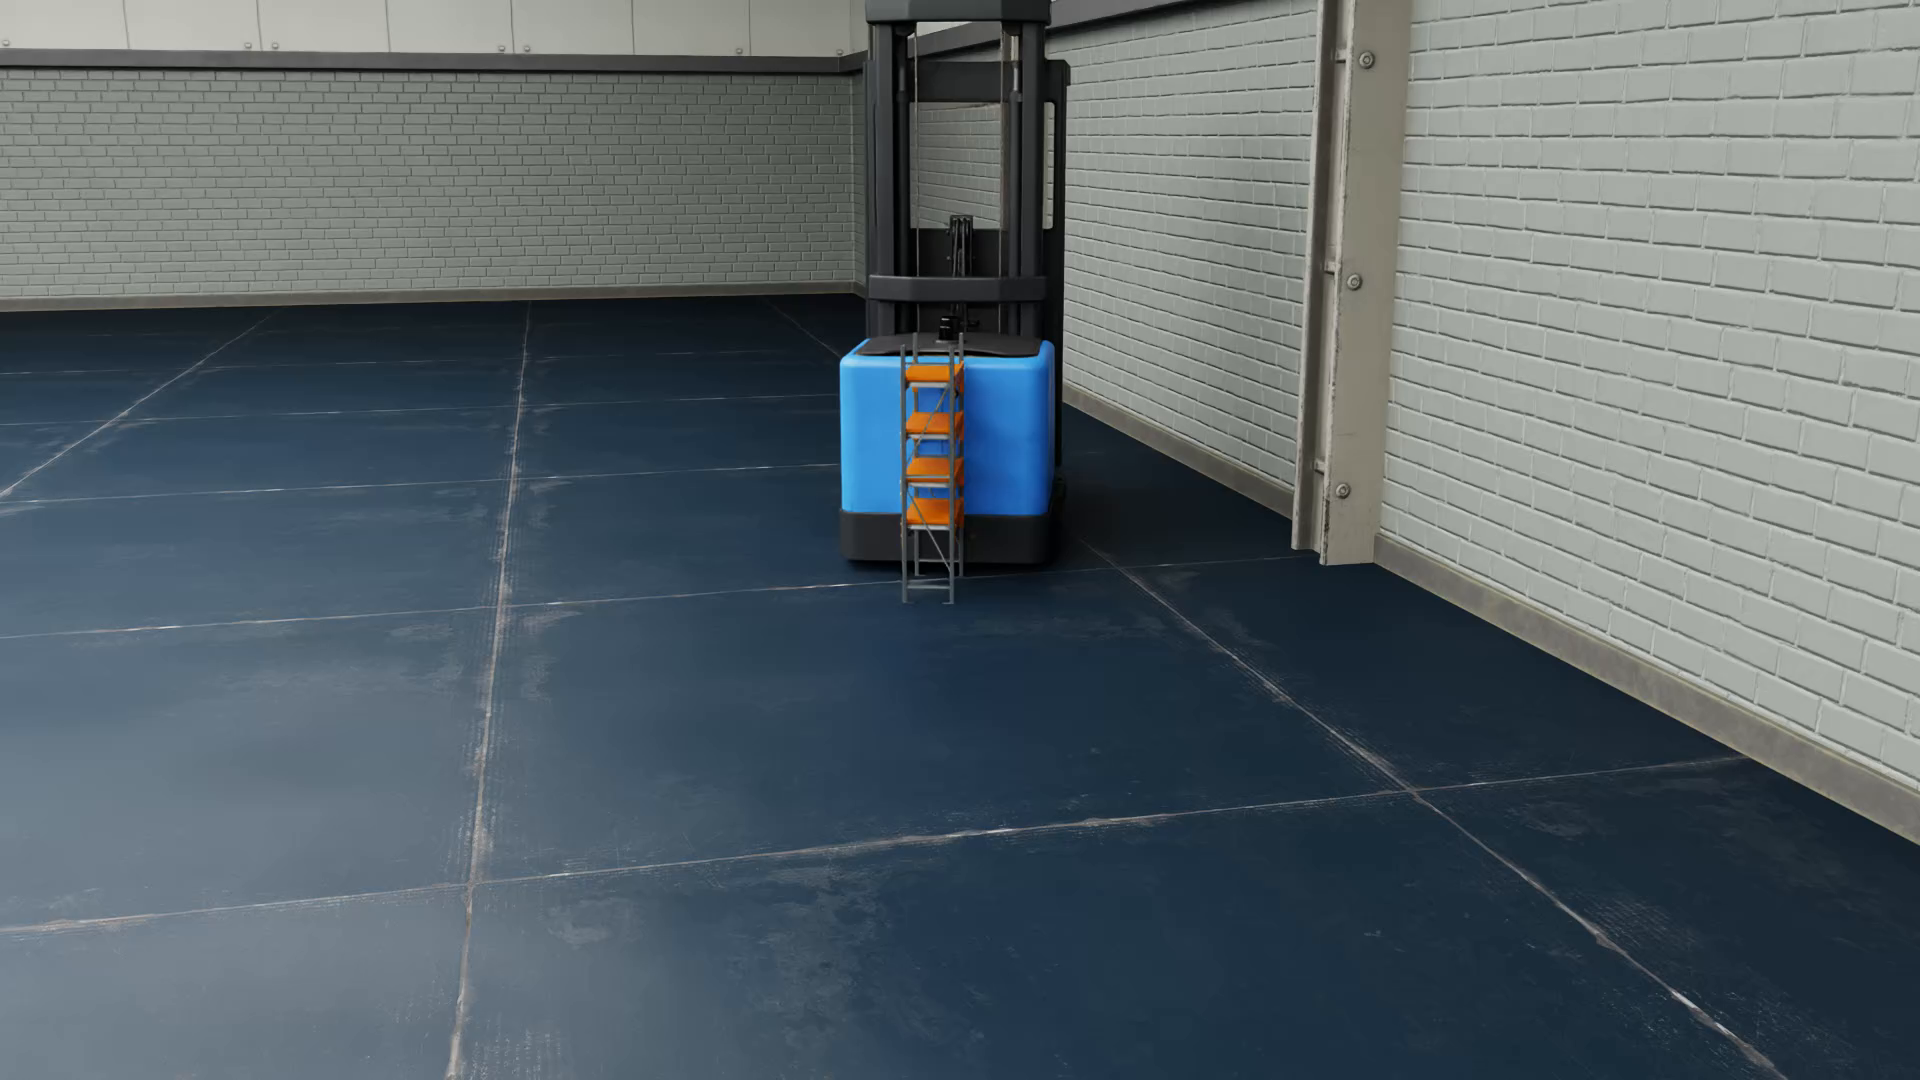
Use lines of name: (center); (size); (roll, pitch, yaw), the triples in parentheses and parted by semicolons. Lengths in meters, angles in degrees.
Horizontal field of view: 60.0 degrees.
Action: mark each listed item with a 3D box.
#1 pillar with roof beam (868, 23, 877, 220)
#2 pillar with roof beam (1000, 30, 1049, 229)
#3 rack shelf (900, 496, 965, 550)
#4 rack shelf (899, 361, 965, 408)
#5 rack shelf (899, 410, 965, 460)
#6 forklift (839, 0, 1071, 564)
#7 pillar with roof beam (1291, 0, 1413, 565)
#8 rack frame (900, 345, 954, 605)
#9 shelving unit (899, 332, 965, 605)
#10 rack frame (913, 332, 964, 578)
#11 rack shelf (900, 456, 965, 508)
pillar with roof beam: (-5.062, -6.825, 17.904); (9.100, 9.000, 0.400); (-3, 14, -13)
pillar with roof beam: (-3.653, -5.441, 12.238); (9.100, 9.000, 0.400); (-3, 14, -13)
rack shelf: (-0.125, -0.085, 7.866); (0.258, 0.148, 0.480); (1, 14, 5)
rack shelf: (-0.125, -0.725, 7.710); (0.258, 0.148, 0.480); (1, 14, 5)
rack shelf: (-0.125, -0.495, 7.766); (0.258, 0.148, 0.480); (1, 14, 5)
forklift: (0.049, -1.603, 9.312); (1.130, 2.935, 3.031); (1, 14, 5)
pillar with roof beam: (-2.243, -4.057, 6.572); (9.100, 9.000, 0.400); (-3, 14, -13)
rack frame: (-0.146, -0.285, 7.567); (0.240, 1.200, 0.015); (1, 14, 5)
shelving unit: (-0.125, -0.343, 7.803); (0.258, 1.200, 0.503); (1, 14, 5)
rack frame: (-0.103, -0.401, 8.039); (0.240, 1.200, 0.015); (1, 14, 5)
rack shelf: (-0.125, -0.278, 7.819); (0.258, 0.148, 0.480); (1, 14, 5)
